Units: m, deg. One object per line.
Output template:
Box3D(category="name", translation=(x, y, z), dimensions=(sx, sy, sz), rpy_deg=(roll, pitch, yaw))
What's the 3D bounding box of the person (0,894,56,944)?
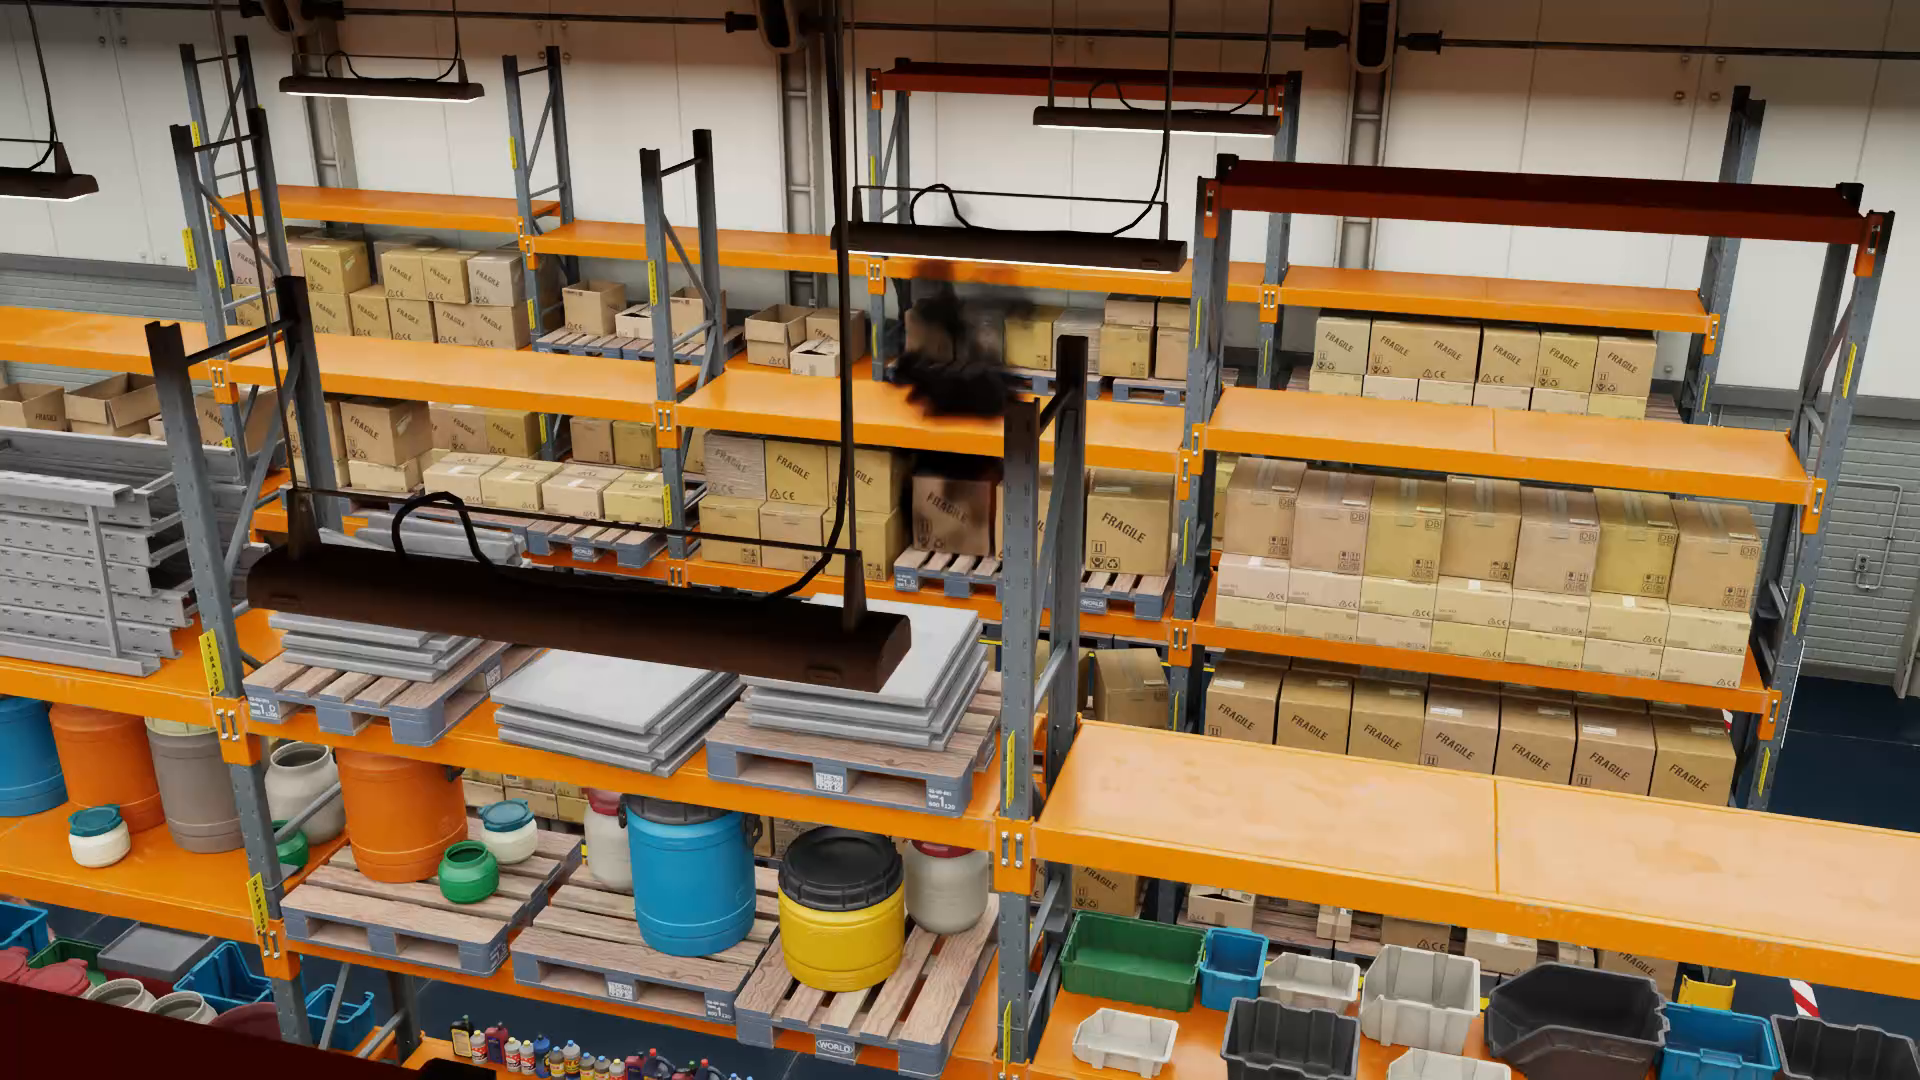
Box3D(category="person", translation=(-7.353, 2.495, 12.603), dimensions=(0.785, 1.714, 0.563), rpy_deg=(1, 23, 3))
